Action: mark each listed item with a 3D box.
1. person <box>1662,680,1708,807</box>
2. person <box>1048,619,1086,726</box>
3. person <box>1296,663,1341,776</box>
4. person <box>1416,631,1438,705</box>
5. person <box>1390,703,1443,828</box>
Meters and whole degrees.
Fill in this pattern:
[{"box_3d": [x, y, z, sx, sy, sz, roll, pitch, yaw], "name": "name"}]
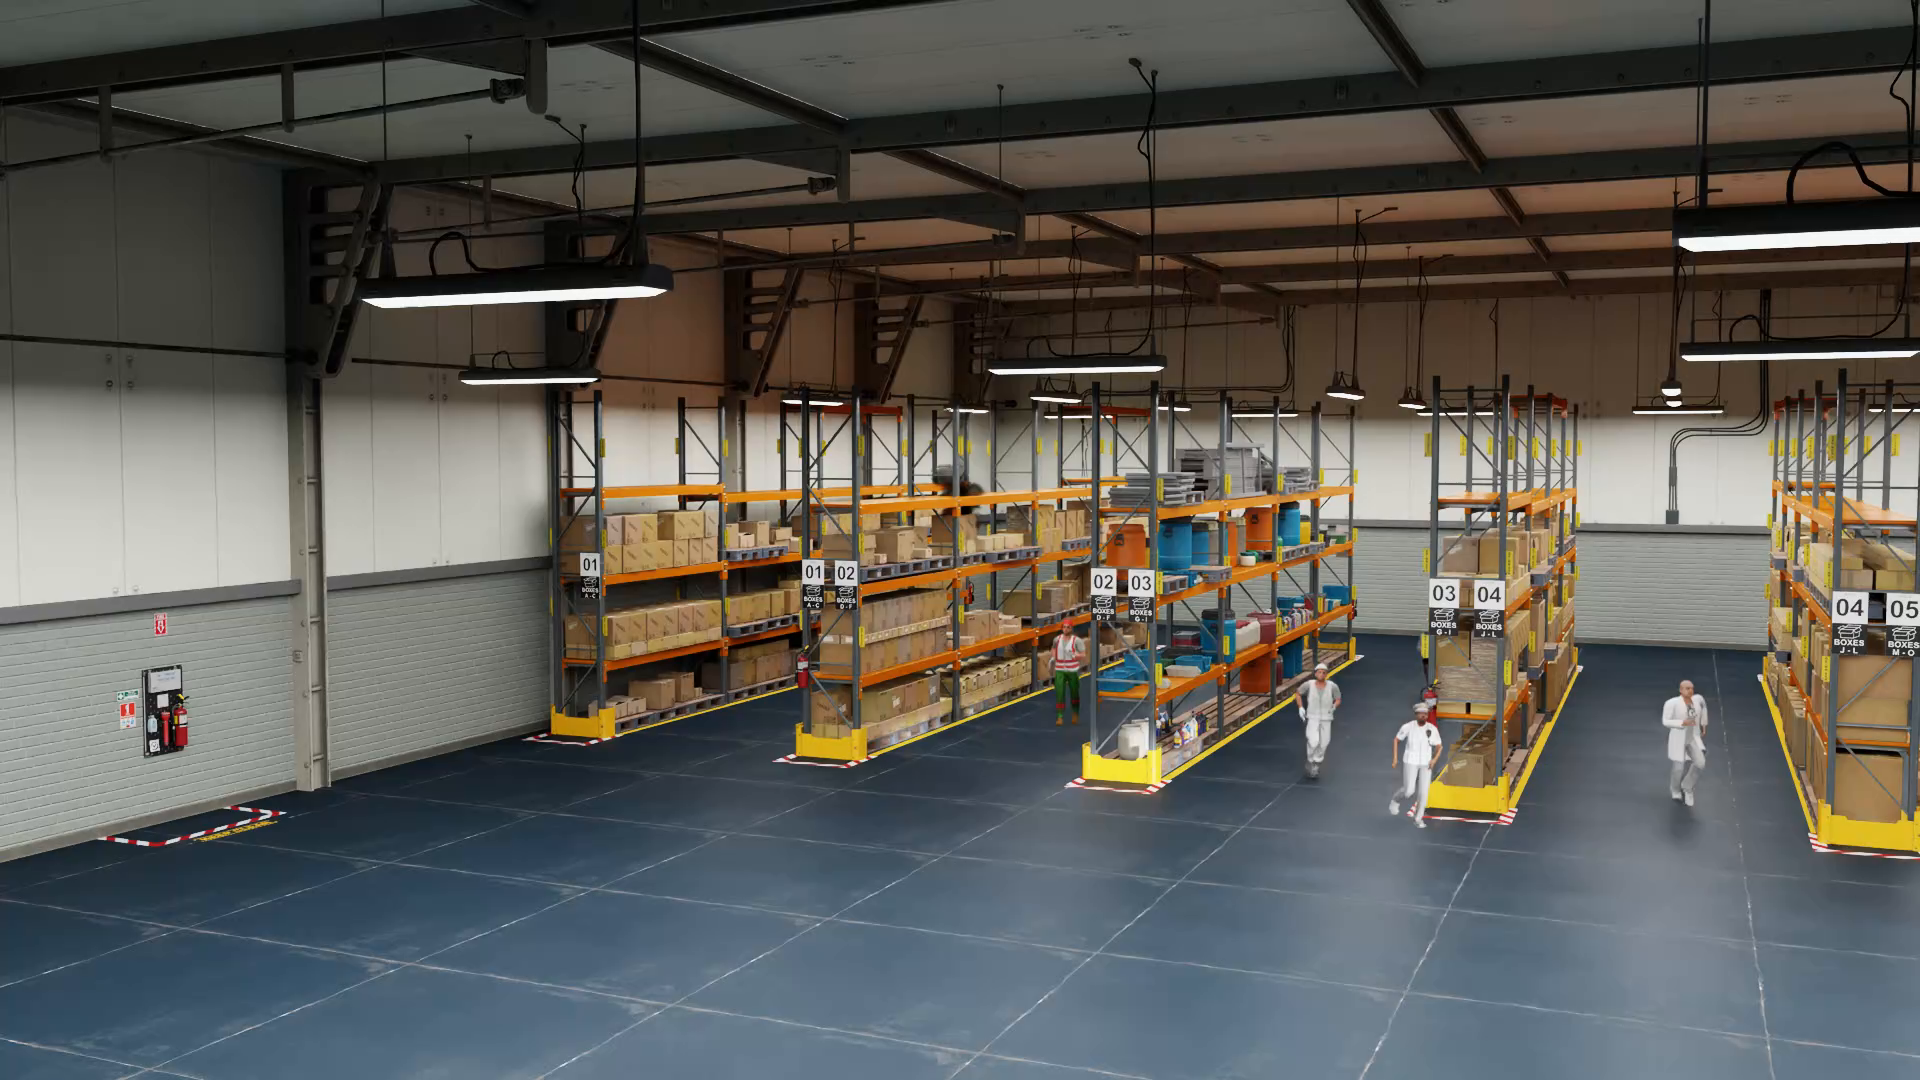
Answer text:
[{"box_3d": [10.158, 2.875, 23.270, 0.746, 1.675, 0.882, 0, 3, 0], "name": "person"}, {"box_3d": [1.825, 2.263, 28.365, 0.659, 1.826, 0.950, 1, 3, 16], "name": "person"}, {"box_3d": [5.441, 2.730, 25.167, 0.657, 1.736, 0.623, 0, 3, 4], "name": "person"}, {"box_3d": [9.010, 2.385, 31.664, 0.610, 1.754, 0.889, 1, 3, 25], "name": "person"}, {"box_3d": [6.084, 2.974, 22.123, 0.657, 1.648, 0.519, 0, 3, 1], "name": "person"}]
